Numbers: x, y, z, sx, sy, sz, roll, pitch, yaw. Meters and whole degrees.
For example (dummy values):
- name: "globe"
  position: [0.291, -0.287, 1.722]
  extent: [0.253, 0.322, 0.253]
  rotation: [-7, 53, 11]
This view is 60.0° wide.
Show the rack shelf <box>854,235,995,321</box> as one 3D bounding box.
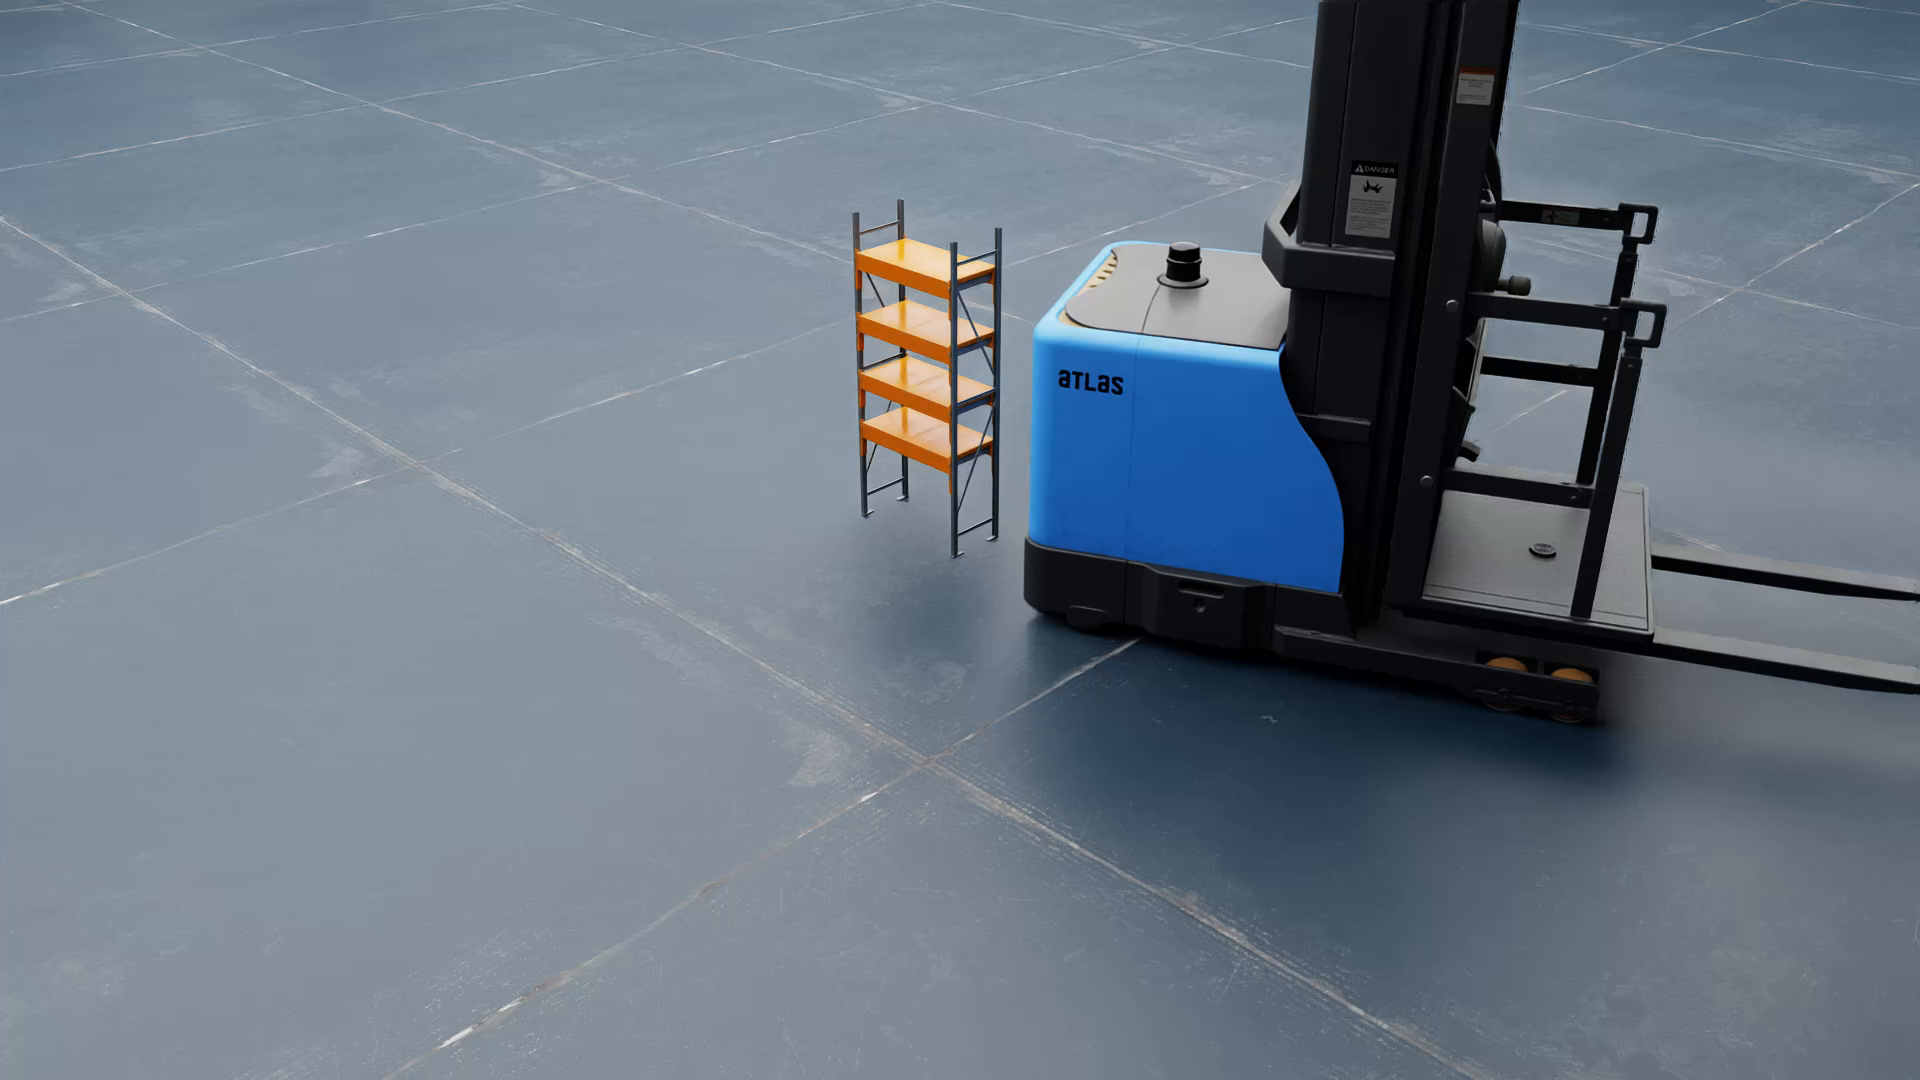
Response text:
- name: "rack shelf"
  position: [-0.118, -0.933, 5.891]
  extent: [0.480, 0.148, 0.258]
  rotation: [25, 36, 38]

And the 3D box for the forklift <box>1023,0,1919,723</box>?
- name: "forklift"
  position: [1.792, -1.008, 5.017]
  extent: [3.031, 2.935, 1.130]
  rotation: [9, 29, 17]

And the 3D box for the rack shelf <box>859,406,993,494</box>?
- name: "rack shelf"
  position: [-0.118, -0.350, 6.197]
  extent: [0.480, 0.148, 0.258]
  rotation: [25, 36, 38]

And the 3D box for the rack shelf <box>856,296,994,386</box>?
- name: "rack shelf"
  position: [-0.118, -0.724, 6.001]
  extent: [0.480, 0.148, 0.258]
  rotation: [25, 36, 38]

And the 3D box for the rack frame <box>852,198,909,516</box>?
- name: "rack frame"
  position: [-0.292, -0.665, 6.225]
  extent: [0.015, 1.200, 0.240]
  rotation: [25, 36, 38]

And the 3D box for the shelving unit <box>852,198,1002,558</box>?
- name: "shelving unit"
  position: [-0.118, -0.585, 6.073]
  extent: [0.503, 1.200, 0.258]
  rotation: [25, 36, 38]

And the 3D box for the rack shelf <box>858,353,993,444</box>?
- name: "rack shelf"
  position: [-0.118, -0.526, 6.105]
  extent: [0.480, 0.148, 0.258]
  rotation: [25, 36, 38]

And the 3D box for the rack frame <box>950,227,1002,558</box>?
- name: "rack frame"
  position: [0.056, -0.505, 5.922]
  extent: [0.015, 1.200, 0.240]
  rotation: [25, 36, 38]
